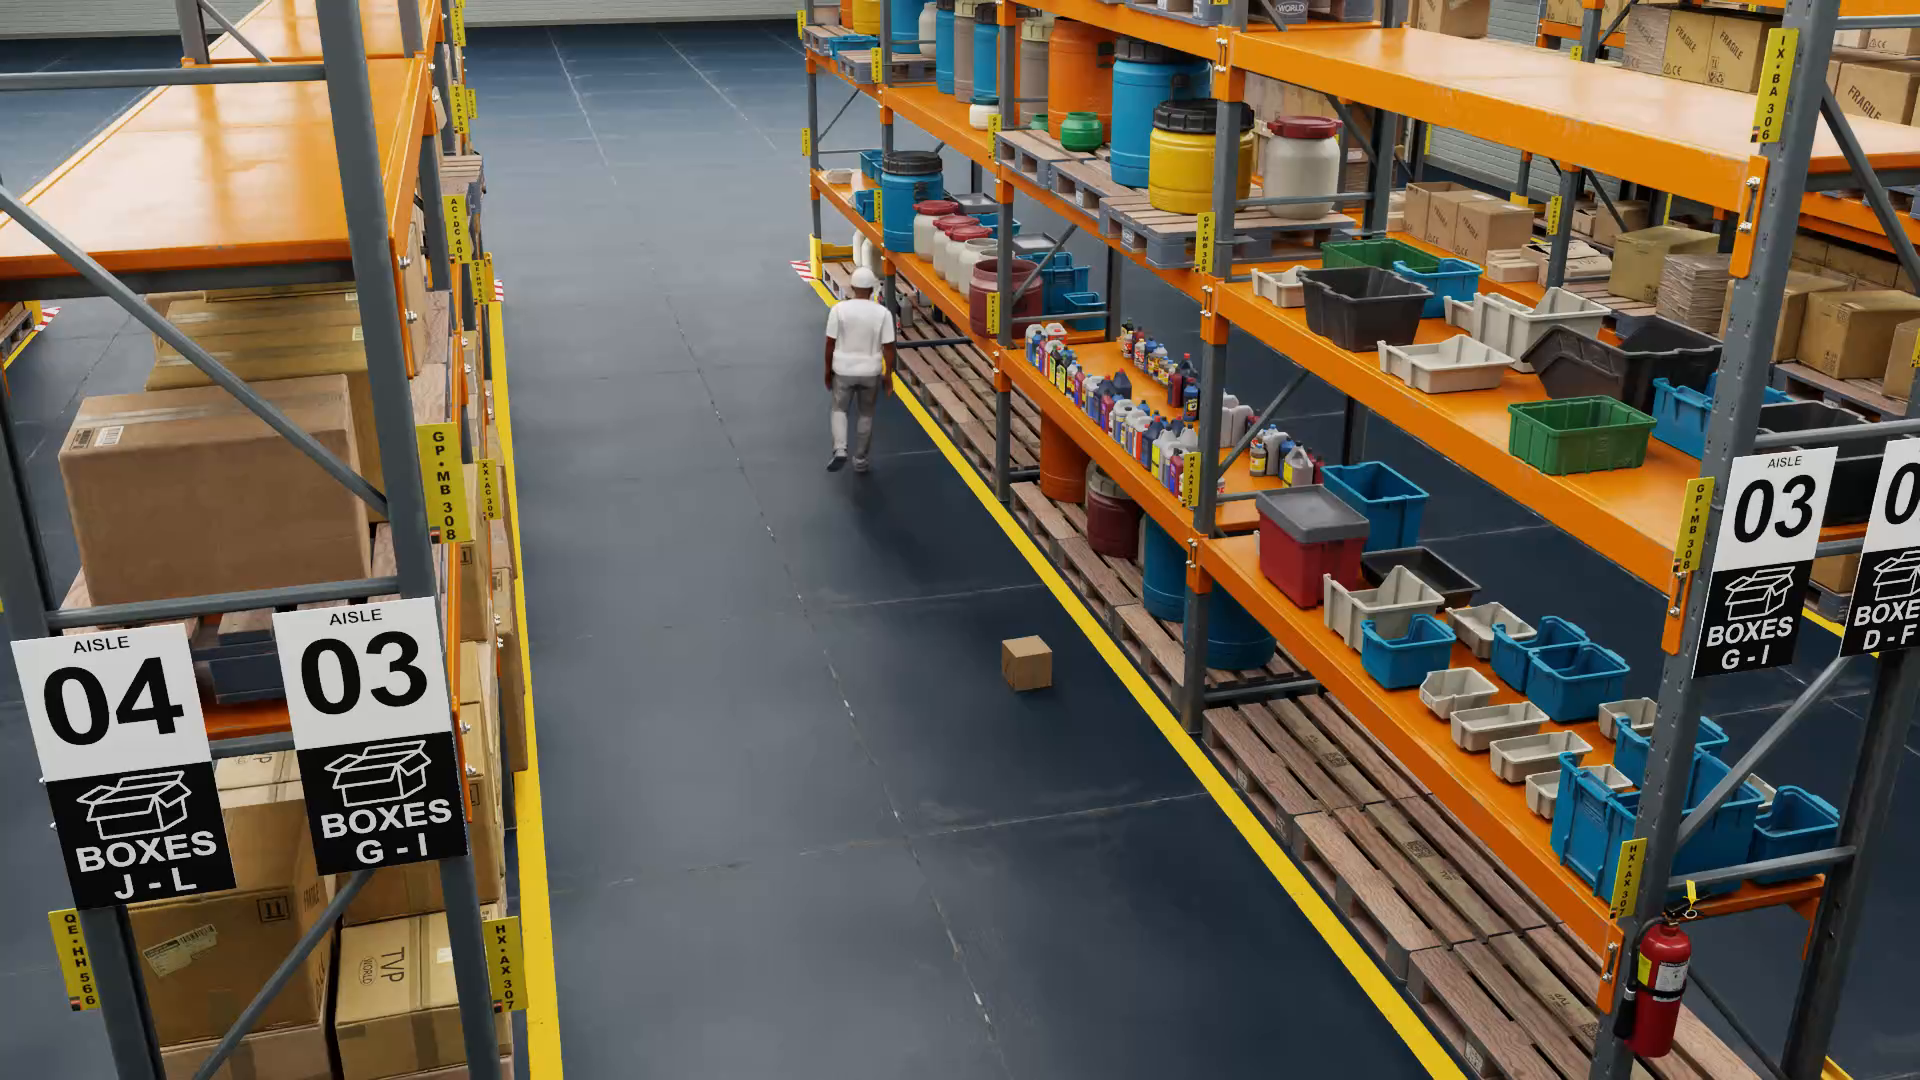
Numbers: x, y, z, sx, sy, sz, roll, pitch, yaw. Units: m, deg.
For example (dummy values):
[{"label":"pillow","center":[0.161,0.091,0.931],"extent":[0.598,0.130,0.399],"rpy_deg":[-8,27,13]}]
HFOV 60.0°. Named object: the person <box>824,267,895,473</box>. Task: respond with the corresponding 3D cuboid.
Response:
[{"label":"person","center":[-0.837,-1.378,13.882],"extent":[0.599,1.758,0.640],"rpy_deg":[-1,23,-3]}]
